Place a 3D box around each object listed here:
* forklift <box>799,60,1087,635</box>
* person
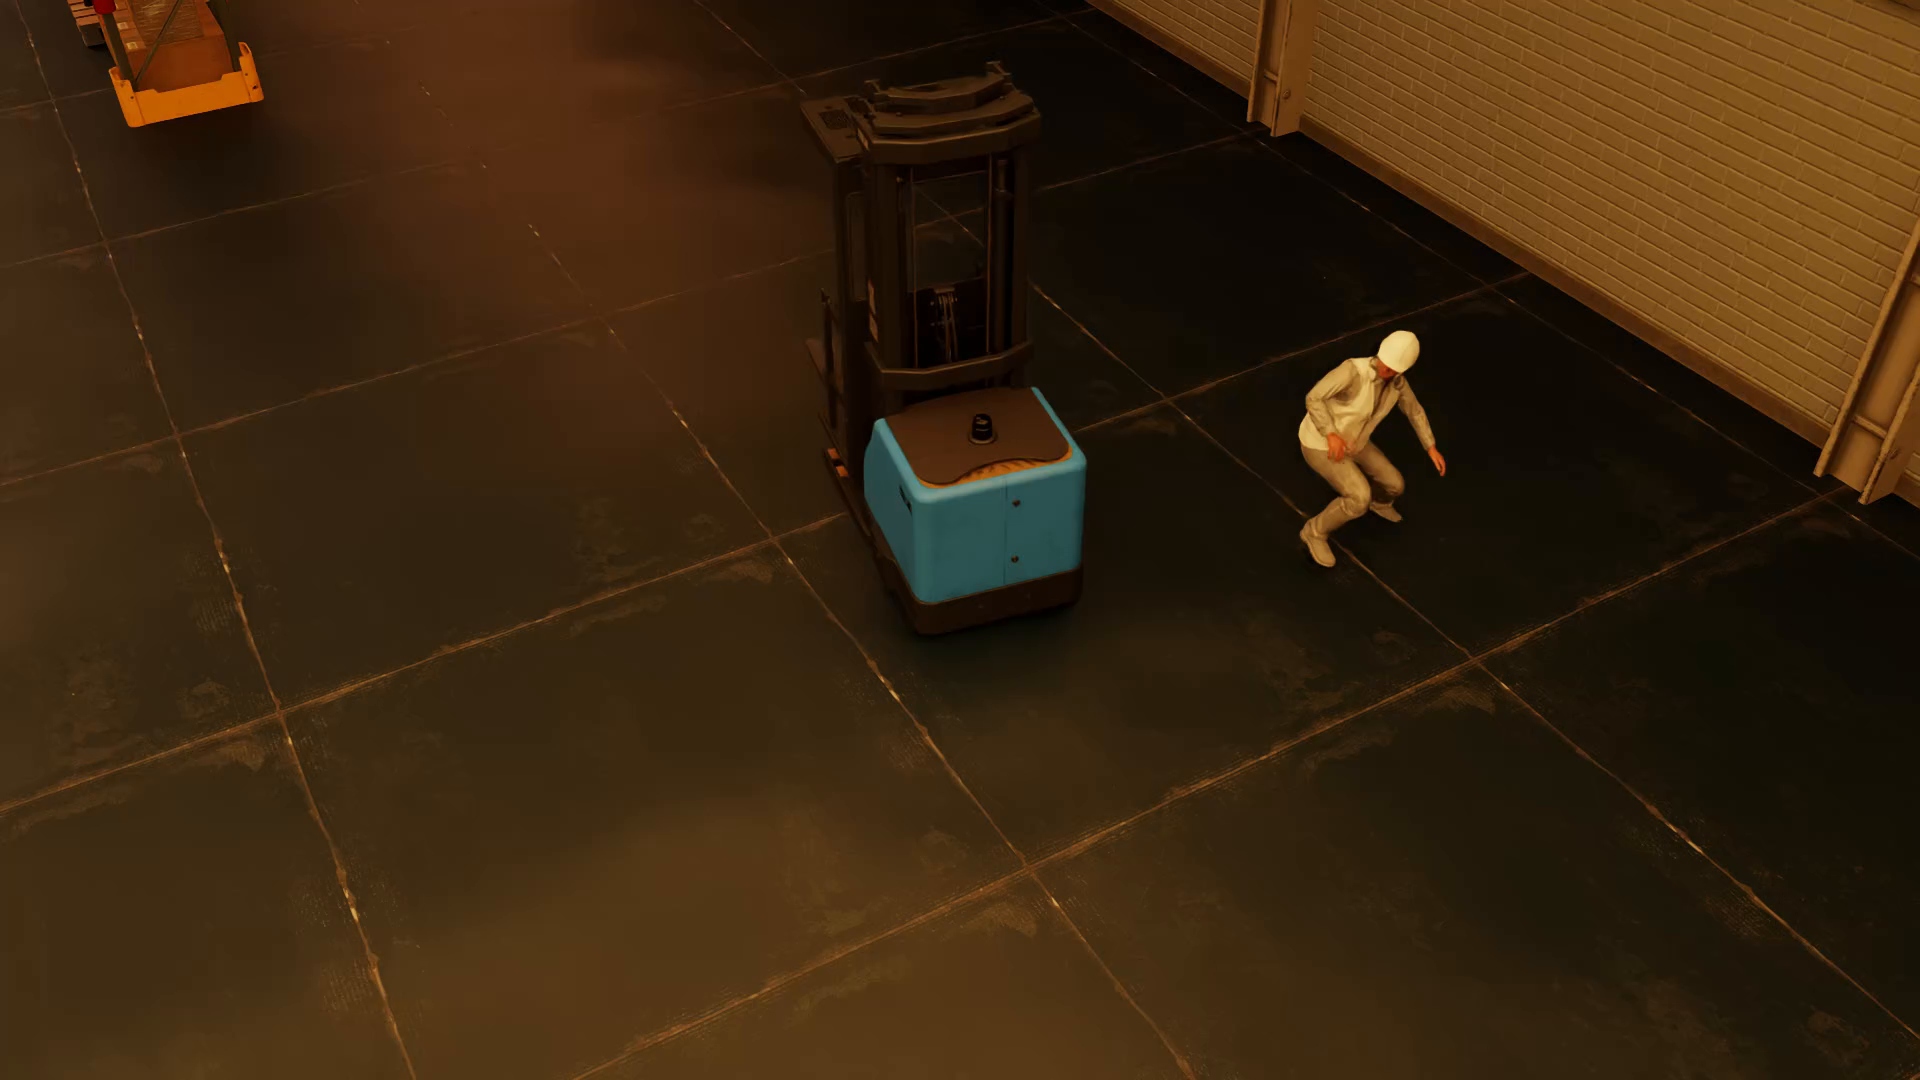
[{"bbox_3d":[-0.256,-1.527,9.878,1.130,2.935,3.031,-13,41,-15],"label":"forklift"},{"bbox_3d":[2.425,-0.578,9.889,0.881,1.554,0.699,-25,46,-27],"label":"person"}]
